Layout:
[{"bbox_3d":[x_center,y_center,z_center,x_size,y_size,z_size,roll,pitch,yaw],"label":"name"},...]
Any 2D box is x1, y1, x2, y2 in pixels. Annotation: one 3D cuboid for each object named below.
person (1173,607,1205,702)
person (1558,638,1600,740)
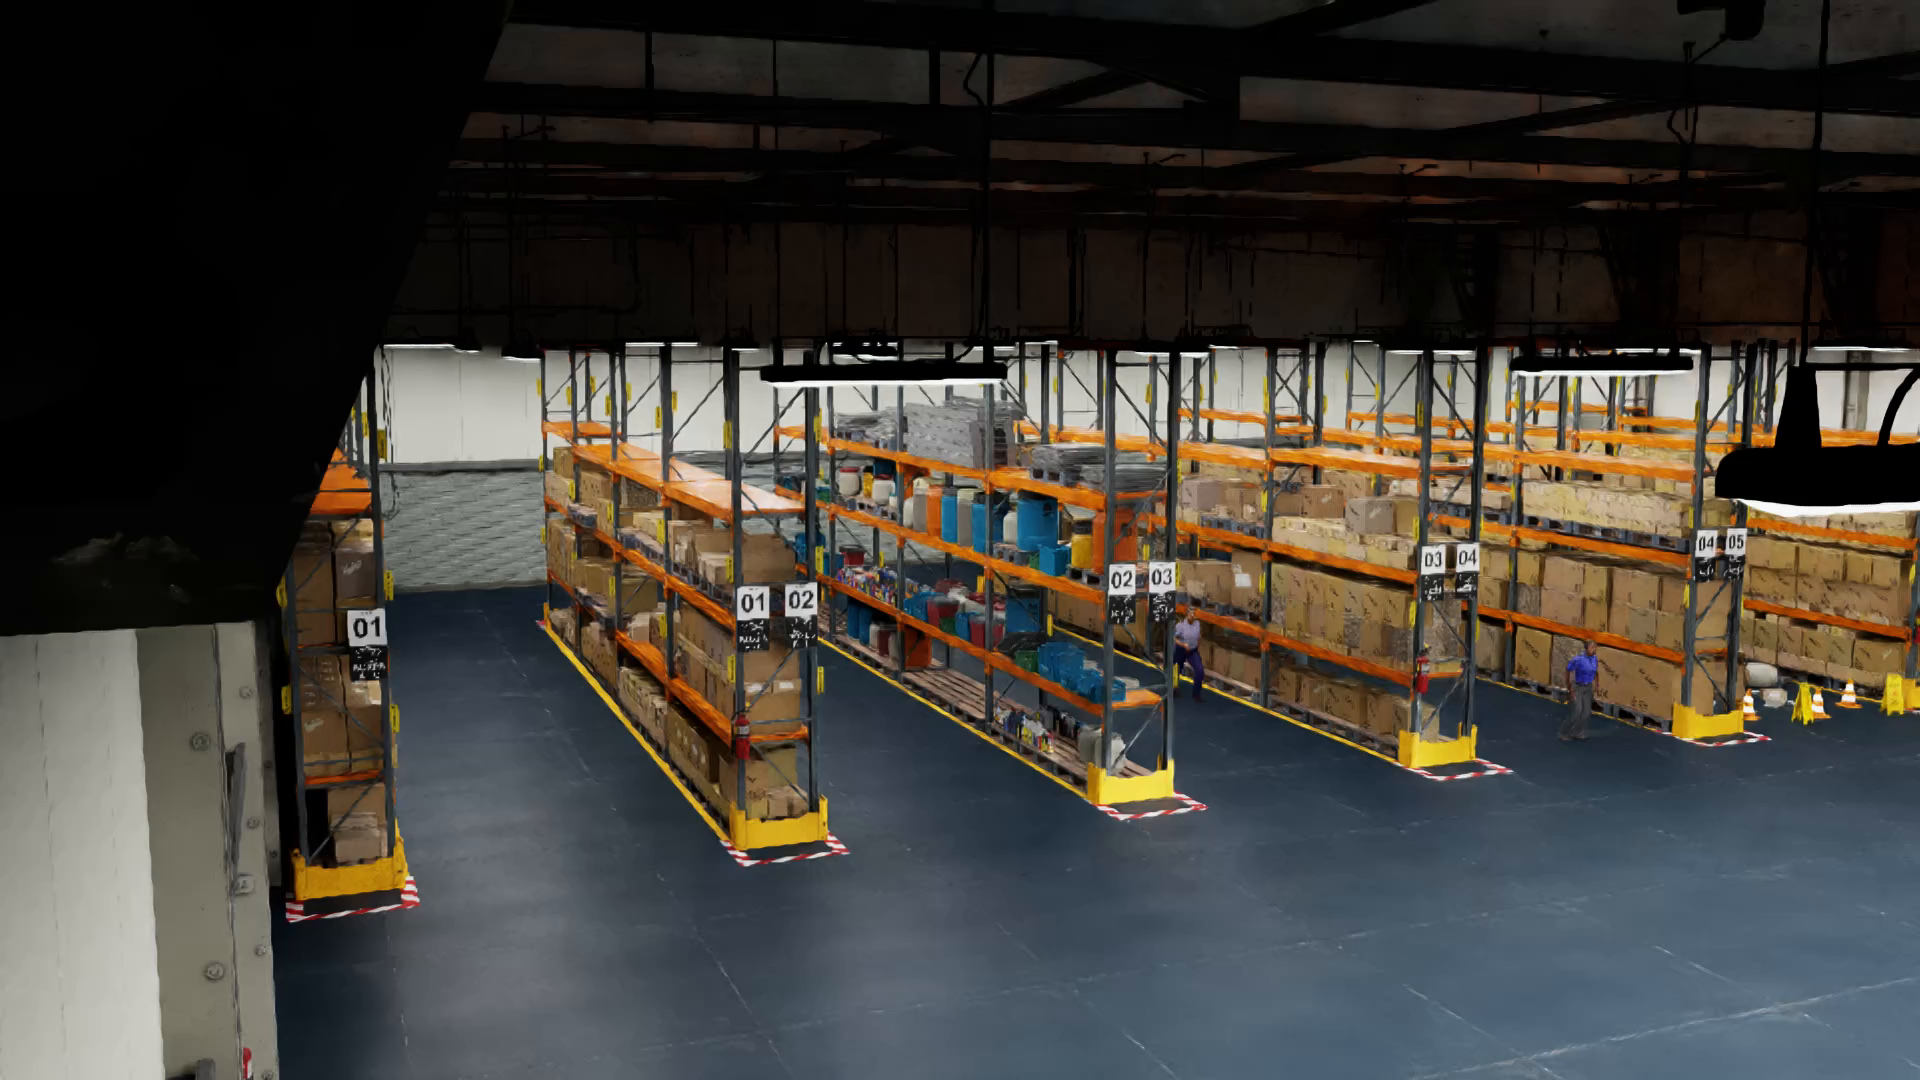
[{"bbox_3d":[3.839,1.901,28.123,0.628,1.583,0.828,-2,8,-16],"label":"person"},{"bbox_3d":[9.434,2.266,25.273,0.592,1.604,0.518,-3,8,-23],"label":"person"}]
